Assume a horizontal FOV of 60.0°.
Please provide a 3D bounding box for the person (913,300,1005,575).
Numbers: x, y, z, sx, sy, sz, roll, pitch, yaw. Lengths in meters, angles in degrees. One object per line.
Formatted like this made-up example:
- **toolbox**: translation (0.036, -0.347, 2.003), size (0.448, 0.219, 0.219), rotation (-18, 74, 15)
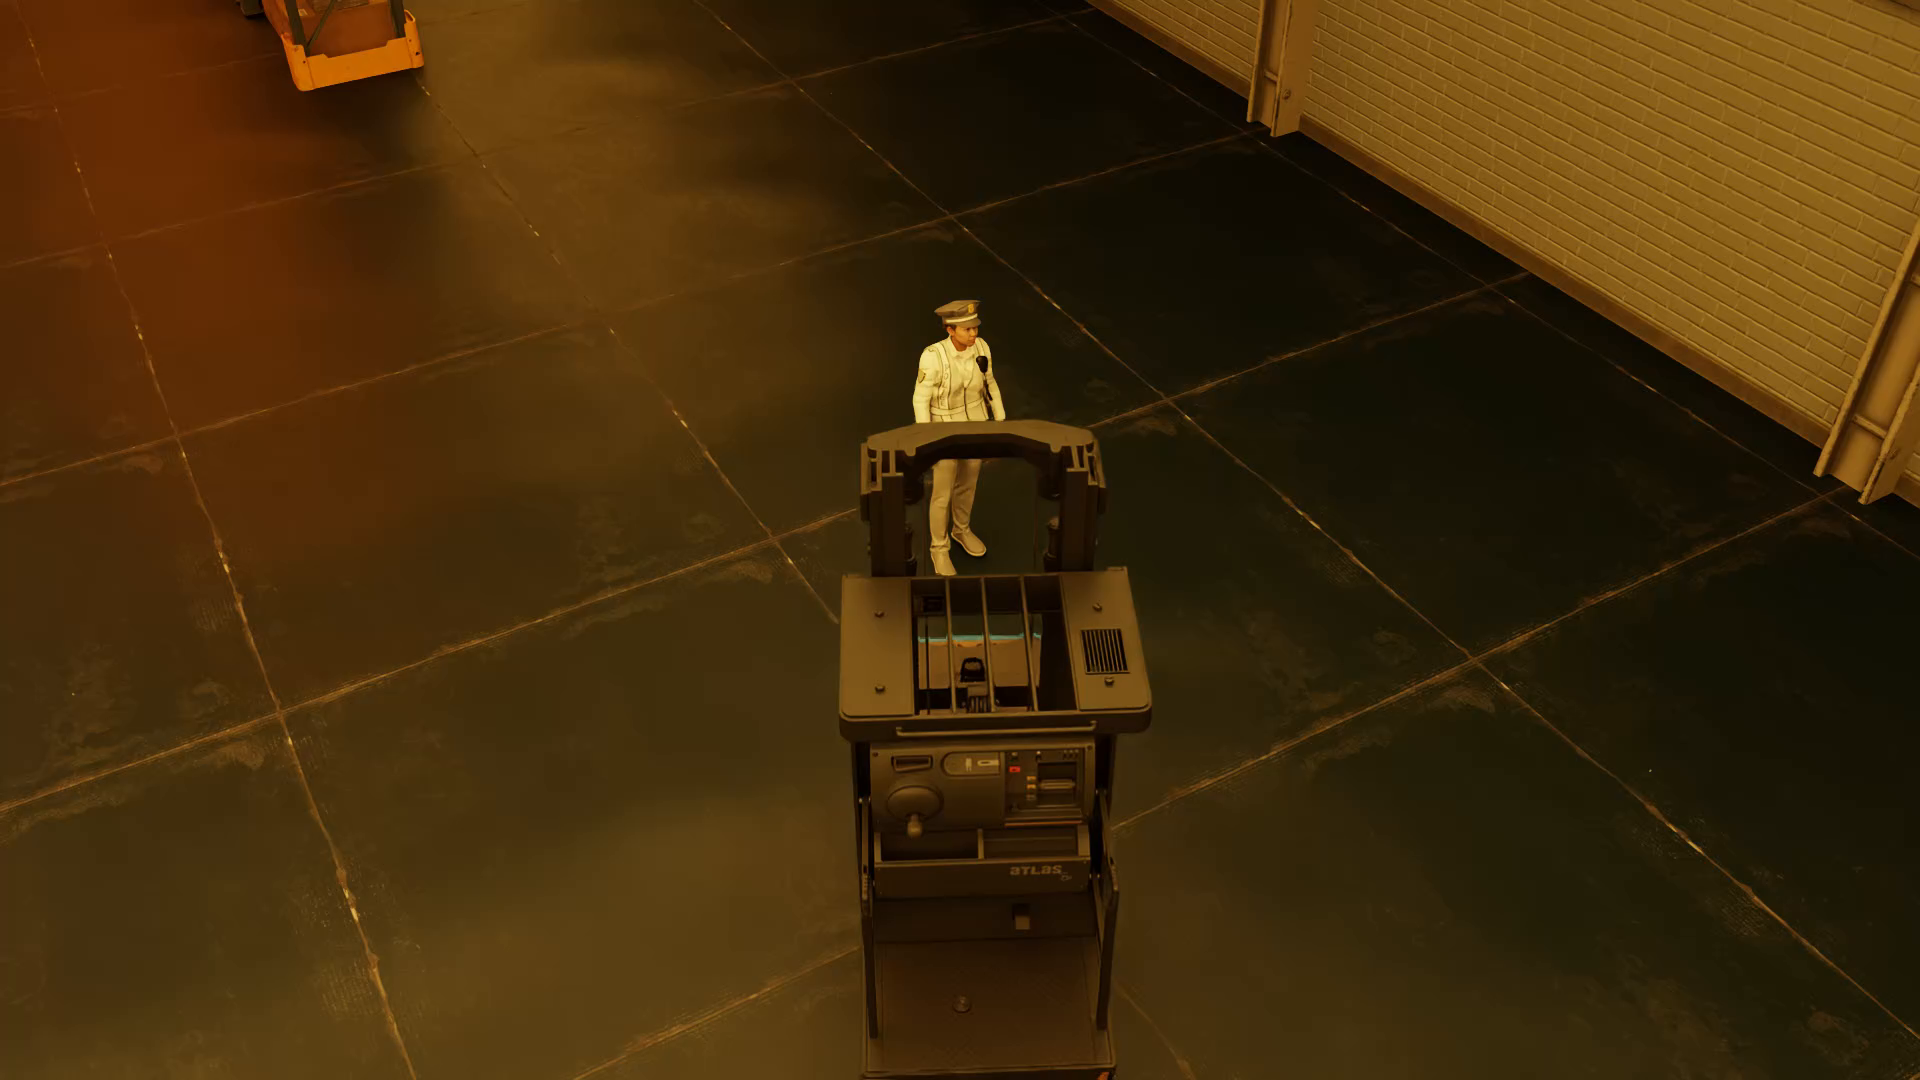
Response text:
- **person**: translation (0.029, -0.618, 9.738), size (0.588, 1.695, 0.531), rotation (-20, 44, -23)

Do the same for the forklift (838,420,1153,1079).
- **forklift**: translation (0.107, 1.099, 6.711), size (1.130, 2.935, 3.031), rotation (-2, 40, -2)
